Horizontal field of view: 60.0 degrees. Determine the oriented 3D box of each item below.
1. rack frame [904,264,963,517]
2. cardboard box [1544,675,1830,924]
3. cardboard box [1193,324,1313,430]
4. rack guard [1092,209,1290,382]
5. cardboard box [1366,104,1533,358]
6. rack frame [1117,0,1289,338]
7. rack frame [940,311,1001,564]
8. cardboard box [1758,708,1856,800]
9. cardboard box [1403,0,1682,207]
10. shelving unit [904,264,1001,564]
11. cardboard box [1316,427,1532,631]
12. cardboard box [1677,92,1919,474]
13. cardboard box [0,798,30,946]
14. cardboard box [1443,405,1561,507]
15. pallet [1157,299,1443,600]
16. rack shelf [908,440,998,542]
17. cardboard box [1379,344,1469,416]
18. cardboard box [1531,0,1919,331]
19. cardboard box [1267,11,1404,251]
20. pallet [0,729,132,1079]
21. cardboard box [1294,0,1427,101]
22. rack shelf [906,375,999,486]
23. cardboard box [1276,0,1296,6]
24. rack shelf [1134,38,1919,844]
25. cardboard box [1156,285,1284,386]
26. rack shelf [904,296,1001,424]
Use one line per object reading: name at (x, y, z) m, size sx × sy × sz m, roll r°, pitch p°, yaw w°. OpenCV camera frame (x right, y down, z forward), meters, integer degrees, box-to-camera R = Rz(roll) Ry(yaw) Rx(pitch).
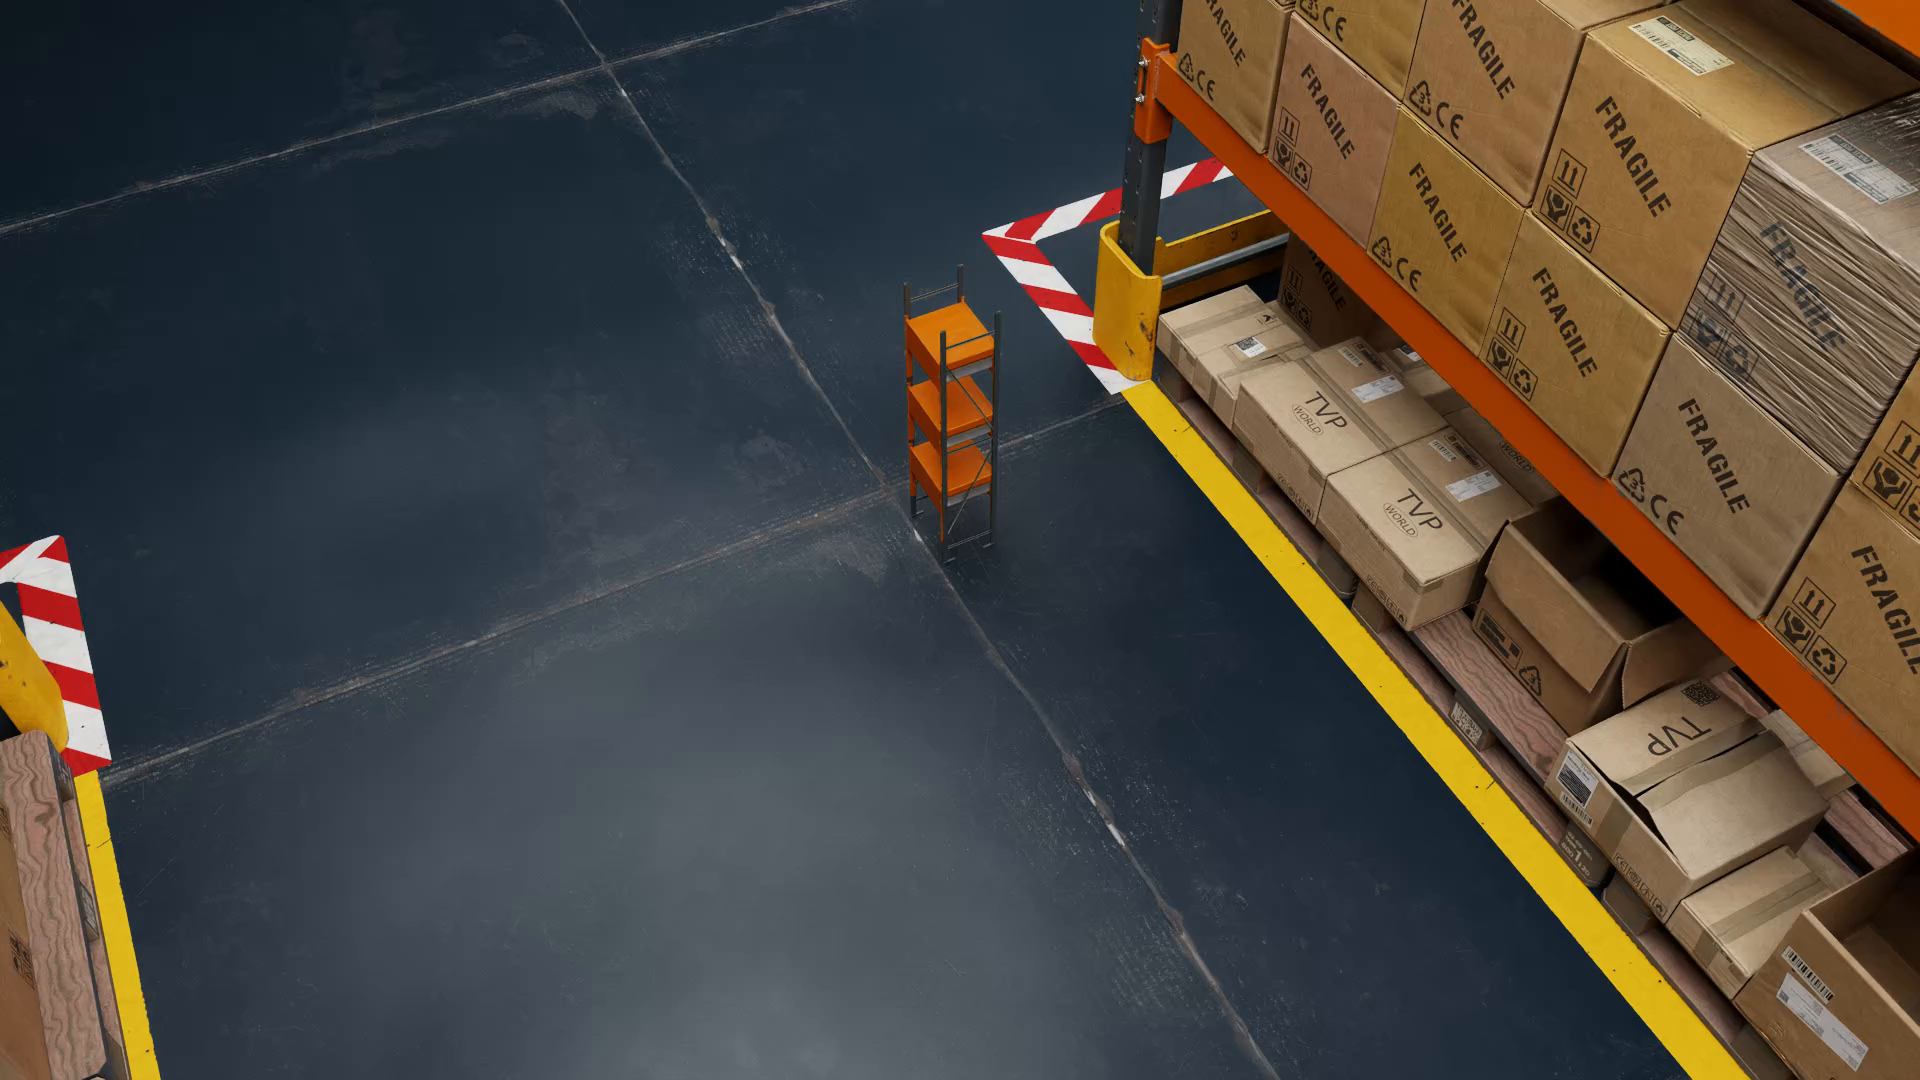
rack frame at (-0.080, -0.463, 5.458) m, size 0.200 × 1.050 × 0.008 m, roll -21°, pitch 52°, yaw -18°
cardboard box at (2.026, 0.697, 4.641) m, size 0.500 × 0.311 × 0.500 m, roll -21°, pitch 52°, yaw -18°
cardboard box at (1.052, -0.581, 5.855) m, size 0.380 × 0.166 × 0.250 m, roll -21°, pitch 52°, yaw -18°
rack guard at (1.087, -1.061, 6.346) m, size 1.175 × 0.500 × 0.348 m, roll -21°, pitch 52°, yaw -18°
cardboard box at (1.488, -0.899, 4.477) m, size 0.500 × 0.500 × 0.500 m, roll -21°, pitch 52°, yaw -18°
rack frame at (1.052, -1.935, 5.449) m, size 1.000 × 3.000 × 0.127 m, roll -21°, pitch 52°, yaw -18°
rack frame at (0.031, -0.300, 5.315) m, size 0.200 × 1.050 × 0.008 m, roll -21°, pitch 52°, yaw -18°
cardboard box at (2.478, 0.600, 4.823) m, size 0.380 × 0.166 × 0.250 m, roll -21°, pitch 52°, yaw -18°
cardboard box at (1.491, -1.225, 4.098) m, size 0.500 × 0.500 × 0.500 m, roll -21°, pitch 52°, yaw -17°
shelving unit at (-0.024, -0.381, 5.386) m, size 0.215 × 1.050 × 0.252 m, roll -21°, pitch 52°, yaw -18°
cardboard box at (1.506, -0.043, 5.329) m, size 0.500 × 0.250 × 0.500 m, roll -21°, pitch 52°, yaw -18°
cardboard box at (1.953, -0.548, 3.506) m, size 0.500 × 0.500 × 0.500 m, roll -21°, pitch 52°, yaw -17°
cardboard box at (-2.942, 0.893, 4.358) m, size 0.700 × 0.500 × 0.500 m, roll -21°, pitch 52°, yaw -18°
cardboard box at (1.928, -0.249, 5.509) m, size 0.500 × 0.250 × 0.500 m, roll -21°, pitch 52°, yaw -18°
pallet at (1.452, -0.432, 5.988) m, size 1.003 × 0.211 × 1.213 m, roll -21°, pitch 52°, yaw -18°
rack shelf at (-0.024, -0.192, 5.603) m, size 0.215 × 0.259 × 0.240 m, roll -21°, pitch 52°, yaw -18°
cardboard box at (1.625, -0.565, 5.842) m, size 0.380 × 0.166 × 0.250 m, roll -21°, pitch 52°, yaw -18°
cardboard box at (1.724, -0.885, 3.801) m, size 0.500 × 0.500 × 0.500 m, roll -22°, pitch 52°, yaw -18°
cardboard box at (1.261, -1.236, 4.772) m, size 0.500 × 0.500 × 0.500 m, roll -22°, pitch 52°, yaw -18°
pallet at (-2.915, 1.200, 4.560) m, size 1.003 × 0.211 × 1.213 m, roll -21°, pitch 52°, yaw -18°
cardboard box at (1.267, -1.562, 4.392) m, size 0.500 × 0.500 × 0.500 m, roll -21°, pitch 52°, yaw -17°
rack shelf at (-0.024, -0.374, 5.394) m, size 0.215 × 0.259 × 0.240 m, roll -21°, pitch 52°, yaw -18°
cardboard box at (1.021, -1.909, 4.696) m, size 0.500 × 0.500 × 0.500 m, roll -20°, pitch 52°, yaw -16°
rack shelf at (1.967, -0.359, 4.549) m, size 1.077 × 0.370 × 4.000 m, roll -21°, pitch 52°, yaw -18°
cardboard box at (0.938, -0.742, 6.008) m, size 0.380 × 0.149 × 0.250 m, roll -21°, pitch 52°, yaw -18°
rack shelf at (-0.024, -0.561, 5.181) m, size 0.215 × 0.259 × 0.240 m, roll -21°, pitch 52°, yaw -18°
